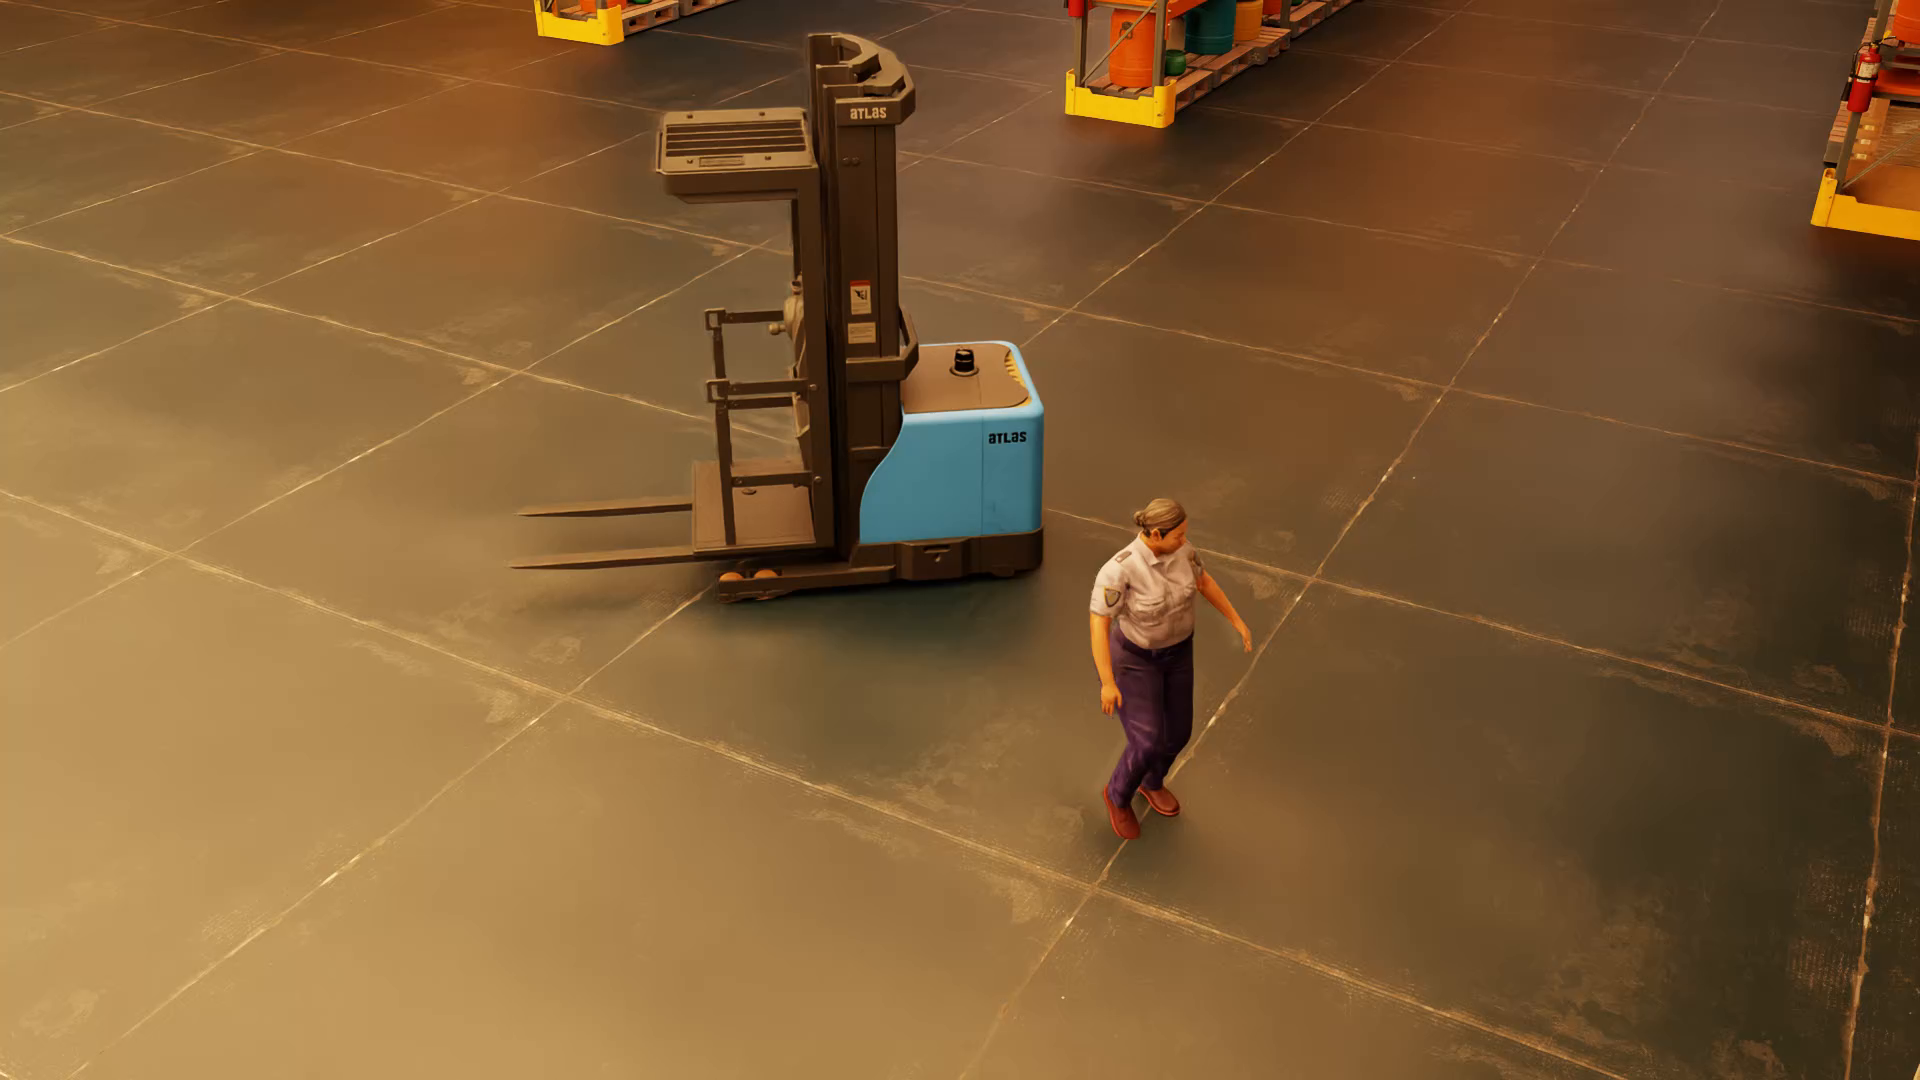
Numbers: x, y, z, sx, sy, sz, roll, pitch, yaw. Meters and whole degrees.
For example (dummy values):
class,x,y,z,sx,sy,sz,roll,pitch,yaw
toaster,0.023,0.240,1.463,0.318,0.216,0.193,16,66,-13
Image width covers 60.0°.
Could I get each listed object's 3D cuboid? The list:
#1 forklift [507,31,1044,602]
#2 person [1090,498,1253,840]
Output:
class,x,y,z,sx,sy,sz,roll,pitch,yaw
forklift,-1.080,-1.199,9.149,3.031,2.935,1.130,-4,30,-7
person,0.912,0.567,7.440,0.796,1.661,0.465,-17,34,-27
